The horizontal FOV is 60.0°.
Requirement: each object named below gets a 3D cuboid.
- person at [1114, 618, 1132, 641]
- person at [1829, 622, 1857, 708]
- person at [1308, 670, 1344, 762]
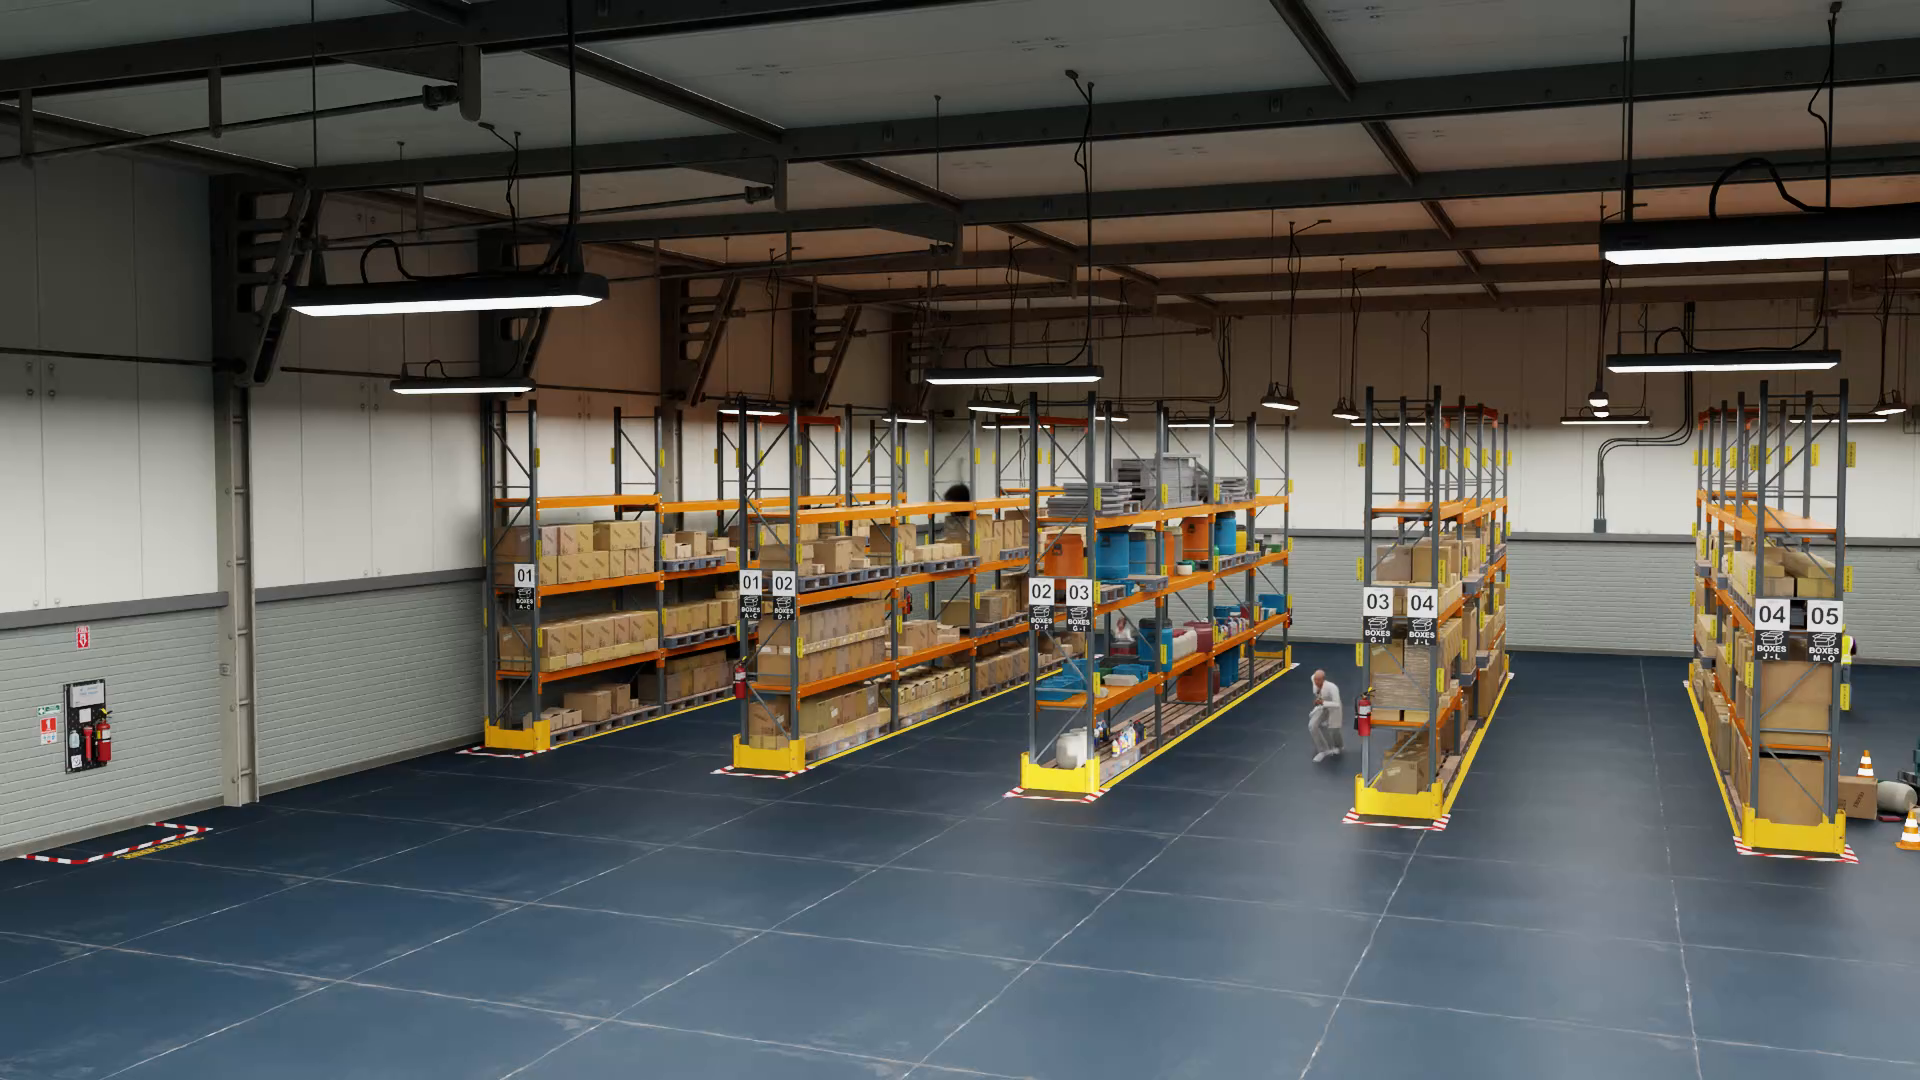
[{"bbox_3d":[3.501,2.449,35.924,0.519,1.544,0.759,1,3,25],"label":"person"},{"bbox_3d":[17.468,2.504,33.000,0.716,1.755,0.974,0,3,9],"label":"person"},{"bbox_3d":[6.113,2.885,27.522,0.692,1.558,1.240,2,4,42],"label":"person"}]
